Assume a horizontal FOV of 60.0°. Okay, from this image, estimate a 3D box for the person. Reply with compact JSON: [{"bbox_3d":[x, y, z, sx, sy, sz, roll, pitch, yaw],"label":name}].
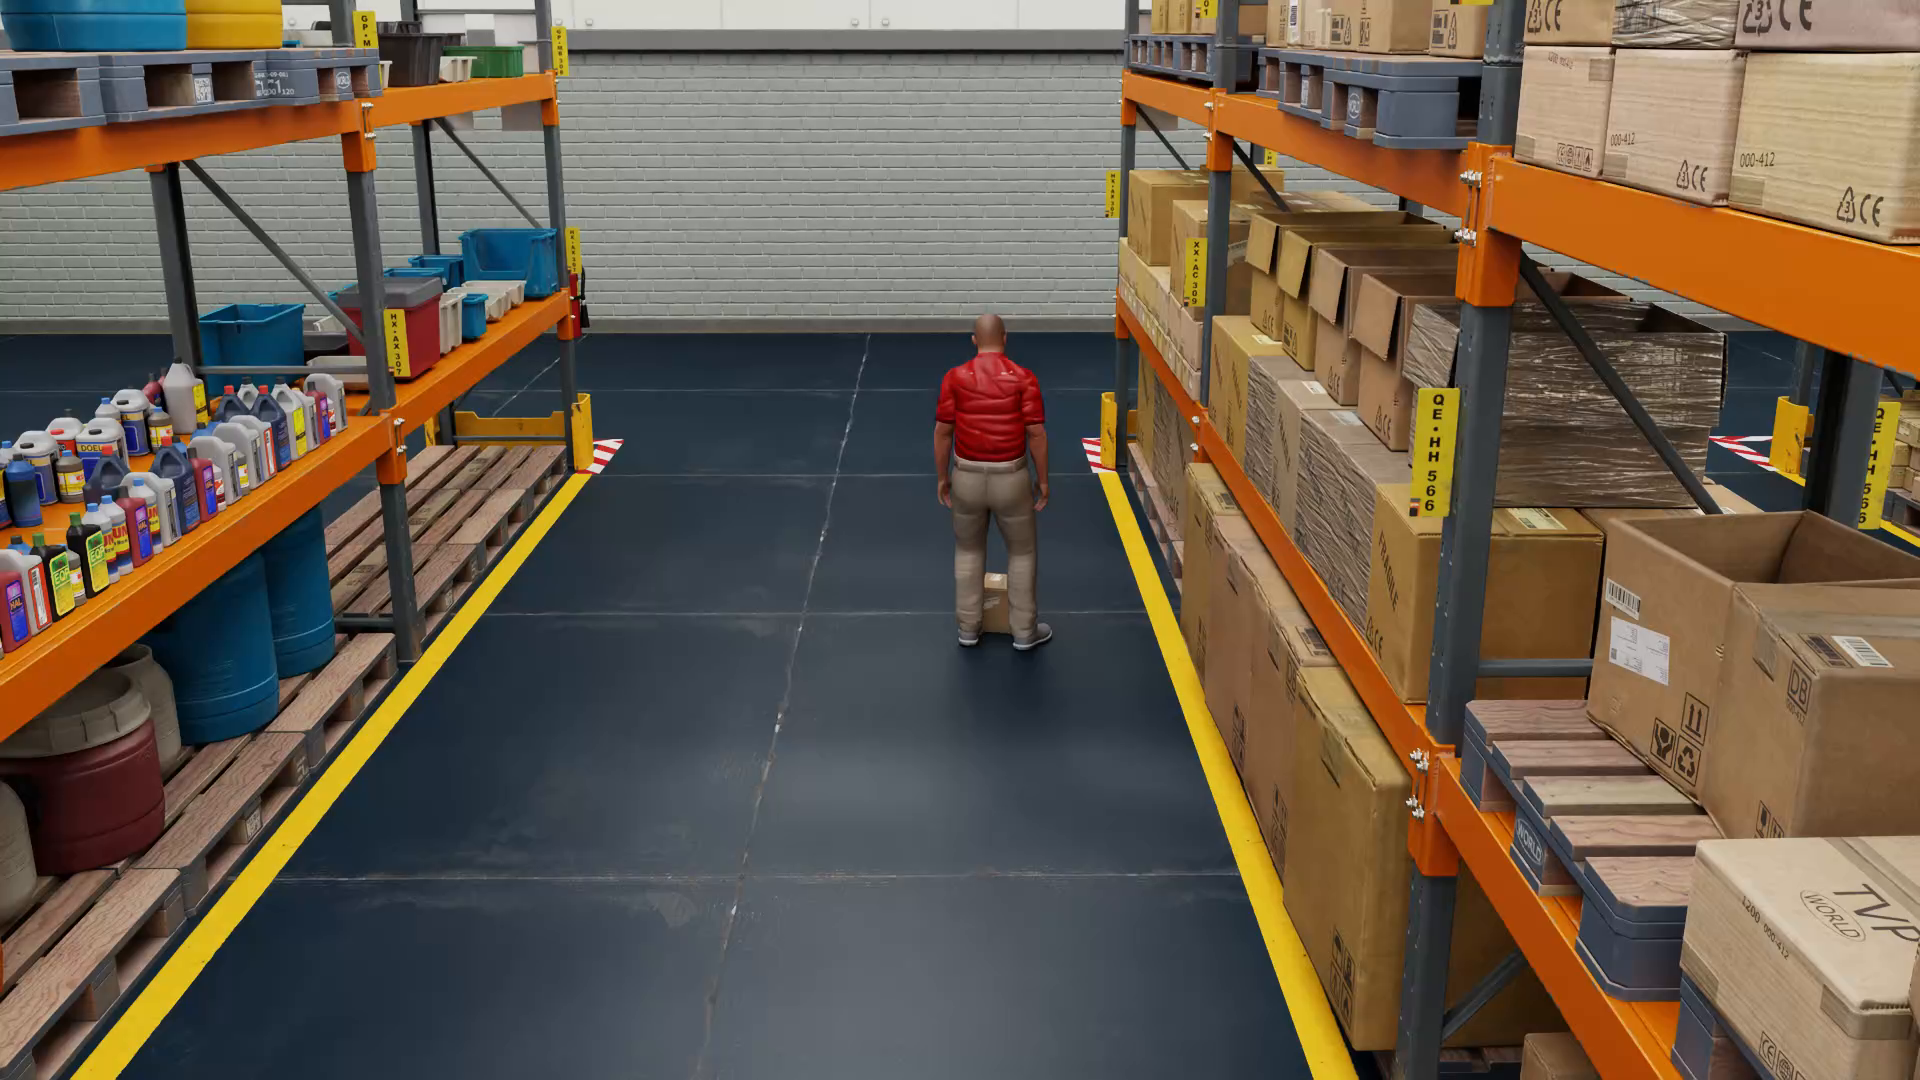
[{"bbox_3d":[0.171,-0.293,8.527,0.601,1.726,0.399,3,17,11],"label":"person"}]
